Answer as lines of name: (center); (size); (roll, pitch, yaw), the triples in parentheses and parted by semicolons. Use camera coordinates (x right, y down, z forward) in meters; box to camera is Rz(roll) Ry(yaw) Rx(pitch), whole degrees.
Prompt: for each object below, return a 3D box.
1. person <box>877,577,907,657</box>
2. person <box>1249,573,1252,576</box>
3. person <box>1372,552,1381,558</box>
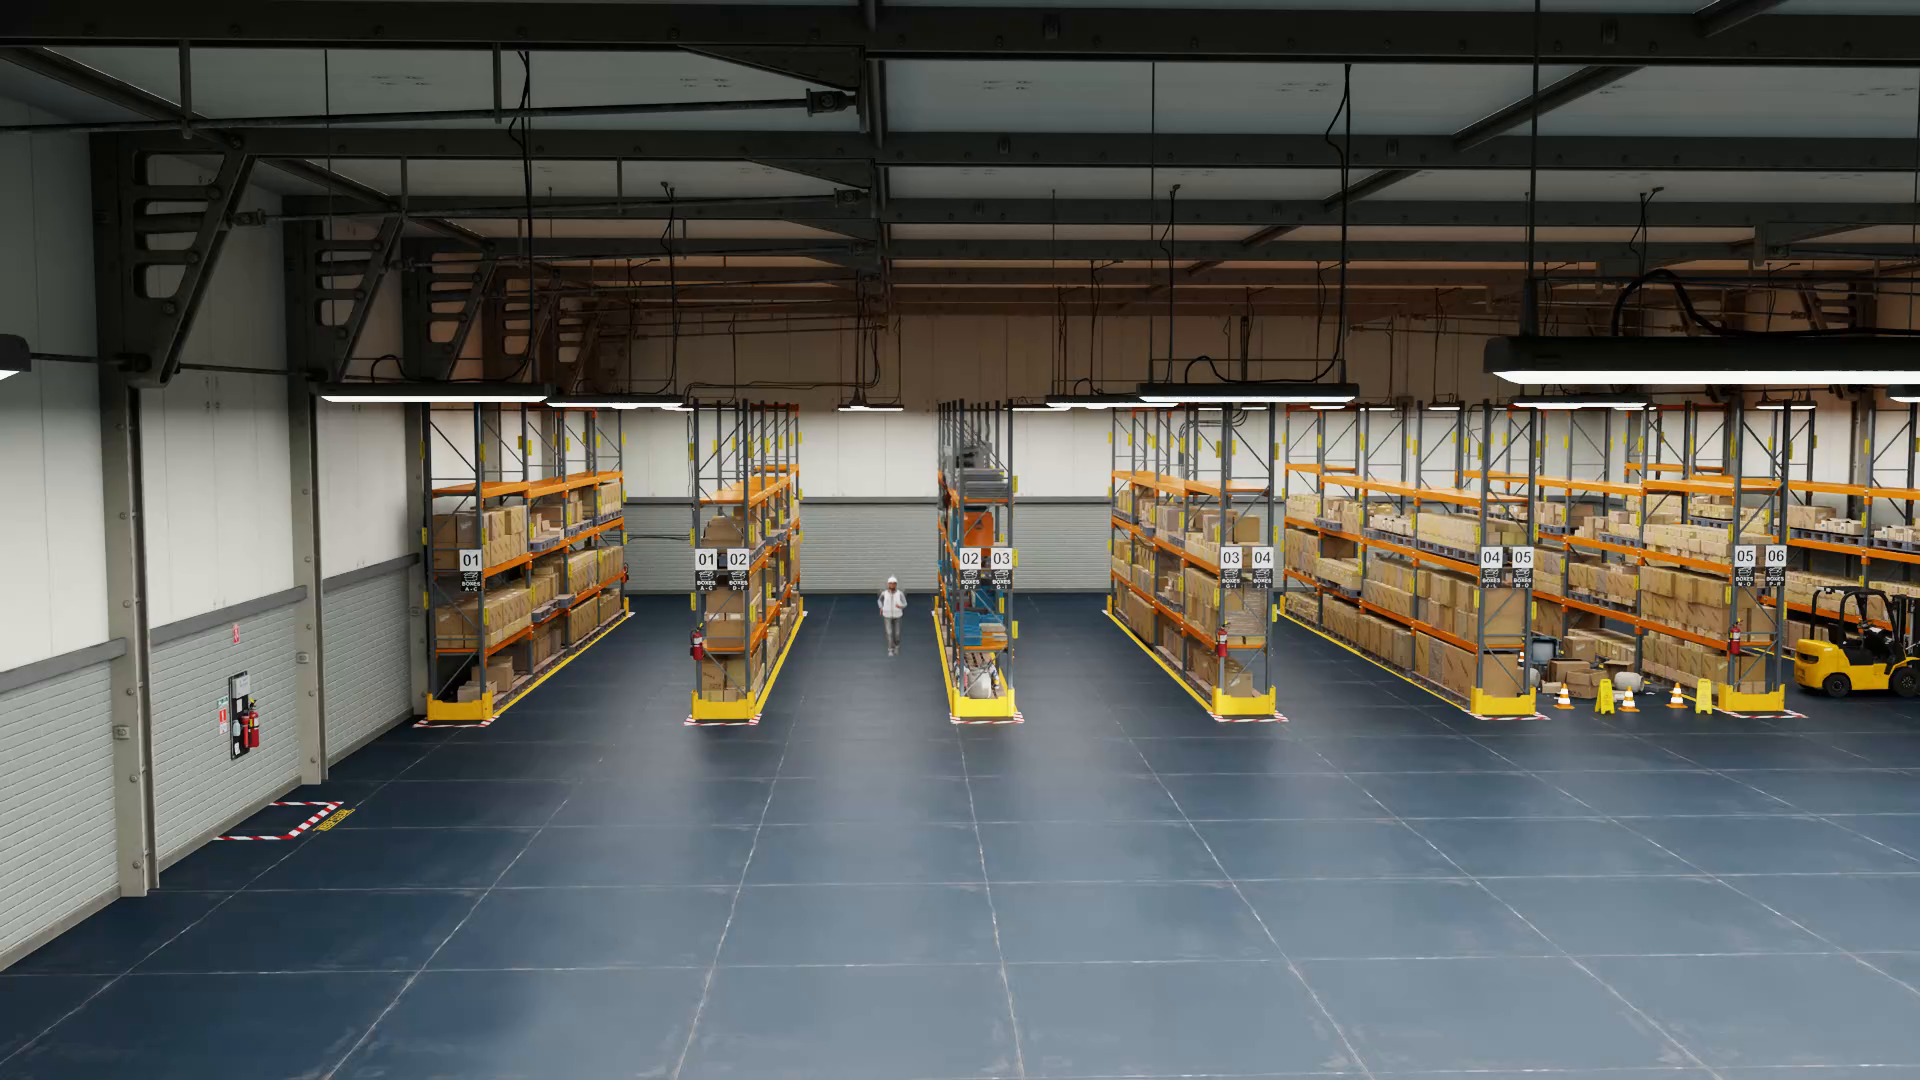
person: (-1.515, 1.730, 37.267); (0.667, 1.790, 0.852); (0, 4, -3)
person: (8.074, 1.486, 45.551); (0.549, 1.595, 0.806); (1, 4, 7)
person: (12.422, 1.130, 49.174); (0.782, 1.566, 0.558); (0, 4, -4)
